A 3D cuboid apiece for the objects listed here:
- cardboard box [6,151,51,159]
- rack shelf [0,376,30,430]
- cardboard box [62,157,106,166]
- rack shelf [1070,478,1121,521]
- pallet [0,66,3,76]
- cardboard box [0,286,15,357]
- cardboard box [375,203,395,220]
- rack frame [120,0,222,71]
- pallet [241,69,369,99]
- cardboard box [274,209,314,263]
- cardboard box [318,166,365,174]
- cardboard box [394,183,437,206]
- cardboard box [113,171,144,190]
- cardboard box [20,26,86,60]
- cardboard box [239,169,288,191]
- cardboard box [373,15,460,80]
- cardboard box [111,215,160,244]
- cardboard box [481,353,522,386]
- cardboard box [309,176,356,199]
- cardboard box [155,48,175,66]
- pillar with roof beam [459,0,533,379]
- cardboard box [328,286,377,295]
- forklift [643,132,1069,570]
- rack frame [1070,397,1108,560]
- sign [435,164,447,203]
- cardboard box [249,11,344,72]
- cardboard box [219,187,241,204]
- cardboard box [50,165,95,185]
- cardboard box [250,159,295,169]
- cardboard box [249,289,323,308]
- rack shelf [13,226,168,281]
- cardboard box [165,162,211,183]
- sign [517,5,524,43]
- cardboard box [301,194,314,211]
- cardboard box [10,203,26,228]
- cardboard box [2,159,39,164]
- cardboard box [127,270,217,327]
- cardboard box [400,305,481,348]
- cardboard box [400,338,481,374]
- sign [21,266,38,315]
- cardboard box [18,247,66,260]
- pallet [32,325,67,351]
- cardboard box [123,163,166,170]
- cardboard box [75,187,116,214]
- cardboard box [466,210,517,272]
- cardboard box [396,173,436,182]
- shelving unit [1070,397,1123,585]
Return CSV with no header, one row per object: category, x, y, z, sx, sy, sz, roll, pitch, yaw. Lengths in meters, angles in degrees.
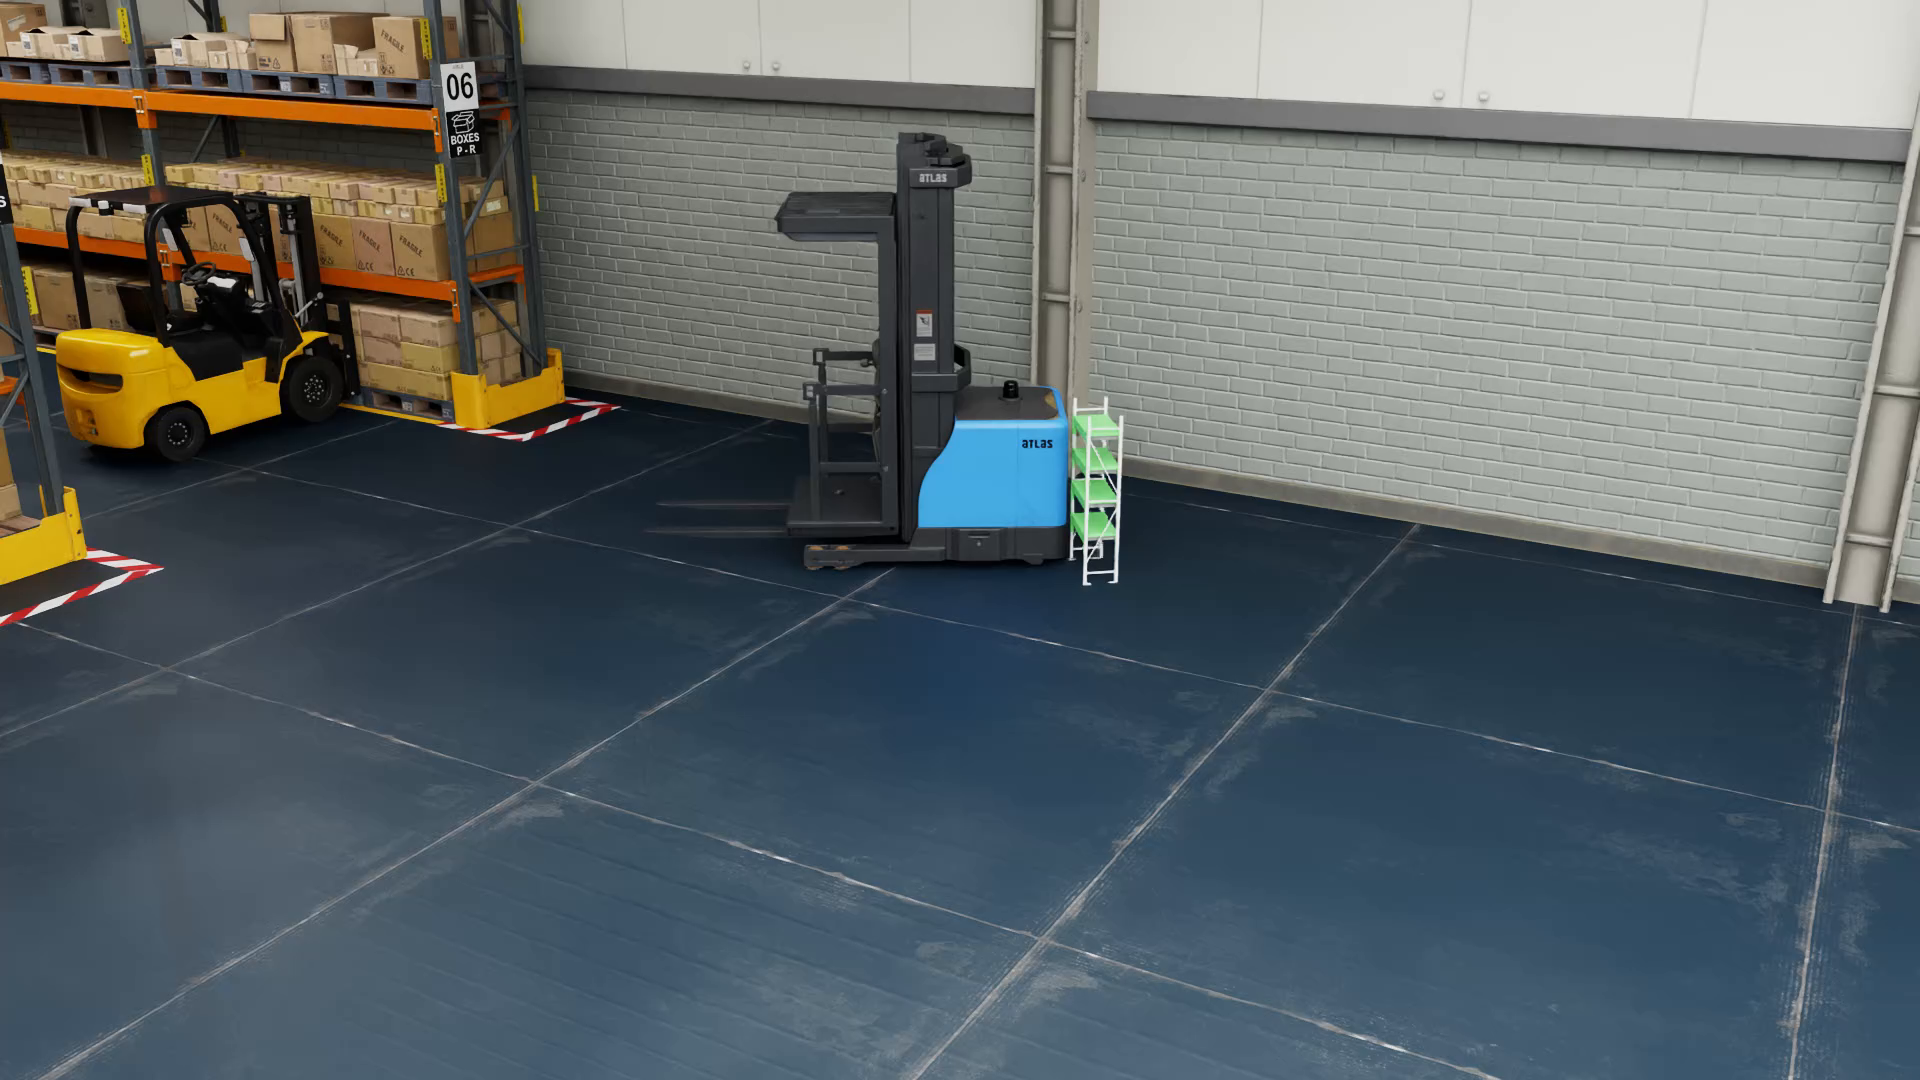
cardboard box,-10.367,-4.233,18.538,0.250,0.149,0.380,11,23,27
rack shelf,-8.408,-1.132,12.142,4.000,0.370,1.077,11,23,27
cardboard box,-9.496,-4.055,18.047,0.250,0.149,0.380,12,23,29
rack shelf,0.942,-0.284,11.577,0.258,0.148,0.480,-3,20,-7
pallet,-10.593,-5.182,18.129,1.003,0.211,1.213,12,23,30
cardboard box,-6.940,-1.486,11.480,0.500,0.500,0.500,10,22,26
cardboard box,-5.118,-3.037,15.241,0.250,0.149,0.380,11,23,28
rack frame,-7.737,-6.101,15.989,0.127,3.000,1.000,11,23,27
pallet,-5.918,-4.312,15.585,1.213,0.211,1.003,11,23,27
cardboard box,-6.143,-2.921,15.873,0.500,0.500,0.500,11,23,28
cardboard box,-6.003,-3.536,16.180,0.250,0.149,0.380,12,23,29
cardboard box,-4.891,-3.136,15.079,0.250,0.149,0.380,11,23,27
cardboard box,-8.377,-3.661,16.962,0.250,0.149,0.380,10,22,27
cardboard box,-9.158,-5.069,16.911,0.500,0.311,0.500,10,22,25
cardboard box,-6.689,-3.467,15.989,0.250,0.149,0.380,10,22,26
cardboard box,-4.750,-4.319,14.564,0.500,0.500,0.500,12,23,29
cardboard box,-8.304,-3.217,17.054,0.500,0.250,0.500,11,23,29
cardboard box,-4.578,-1.661,15.961,0.500,0.250,0.500,11,23,28
cardboard box,-5.823,-3.287,15.494,0.250,0.149,0.380,11,23,28
cardboard box,-7.493,-4.653,16.000,0.250,0.149,0.380,11,23,28
pillar with roof beam,-6.512,-4.539,11.681,0.400,9.000,9.100,11,23,27
cardboard box,-5.885,-2.383,16.485,0.500,0.250,0.500,10,22,26
forklift,-0.752,-1.347,11.782,3.031,2.935,1.130,0,20,-1
rack frame,0.910,-0.427,11.783,0.240,1.200,0.015,-3,20,-7
sign,-4.521,-3.112,14.501,0.005,0.325,0.100,11,23,27
cardboard box,-6.087,-4.629,15.415,0.637,0.503,0.797,12,23,29
cardboard box,-6.940,-3.361,16.134,0.250,0.149,0.380,11,23,28
cardboard box,-9.273,-3.828,17.420,0.250,0.149,0.380,11,23,28
cardboard box,-6.874,-3.716,16.676,0.250,0.149,0.380,11,22,27
cardboard box,-6.586,-2.315,16.298,0.500,0.250,0.500,12,23,29
rack shelf,-9.483,-3.276,18.052,4.000,0.370,1.077,11,23,27
cardboard box,-7.603,-3.632,16.444,0.250,0.149,0.380,11,23,28
sign,-3.969,-4.638,14.957,0.005,0.325,0.100,11,23,27
cardboard box,-5.990,-3.217,15.736,0.250,0.149,0.380,11,22,27
cardboard box,-10.071,-3.561,18.002,0.500,0.250,0.500,10,22,26
cardboard box,-10.155,-4.006,17.912,0.250,0.149,0.380,11,23,28
cardboard box,-8.198,-2.446,17.575,0.625,0.625,0.875,12,23,30
cardboard box,-4.799,-1.975,15.360,0.500,0.250,0.500,12,23,29
cardboard box,-4.822,-1.744,15.457,0.500,0.250,0.500,10,22,27
sign,-6.398,-1.706,11.401,0.005,0.325,0.100,11,23,27
cardboard box,-10.691,-2.920,18.882,0.625,0.625,0.875,12,23,29
pallet,-9.468,-2.284,18.352,1.213,0.211,1.003,11,23,27
cardboard box,-8.598,-3.894,17.603,0.250,0.149,0.380,11,22,27
cardboard box,-8.743,-3.535,17.197,0.500,0.250,0.500,10,22,26
cardboard box,-4.542,-2.828,15.616,0.500,0.500,0.500,12,23,29
cardboard box,-5.092,-3.366,15.712,0.250,0.149,0.380,11,23,28
shelving unit,0.942,-0.345,11.555,0.258,1.200,0.503,-3,20,-7
